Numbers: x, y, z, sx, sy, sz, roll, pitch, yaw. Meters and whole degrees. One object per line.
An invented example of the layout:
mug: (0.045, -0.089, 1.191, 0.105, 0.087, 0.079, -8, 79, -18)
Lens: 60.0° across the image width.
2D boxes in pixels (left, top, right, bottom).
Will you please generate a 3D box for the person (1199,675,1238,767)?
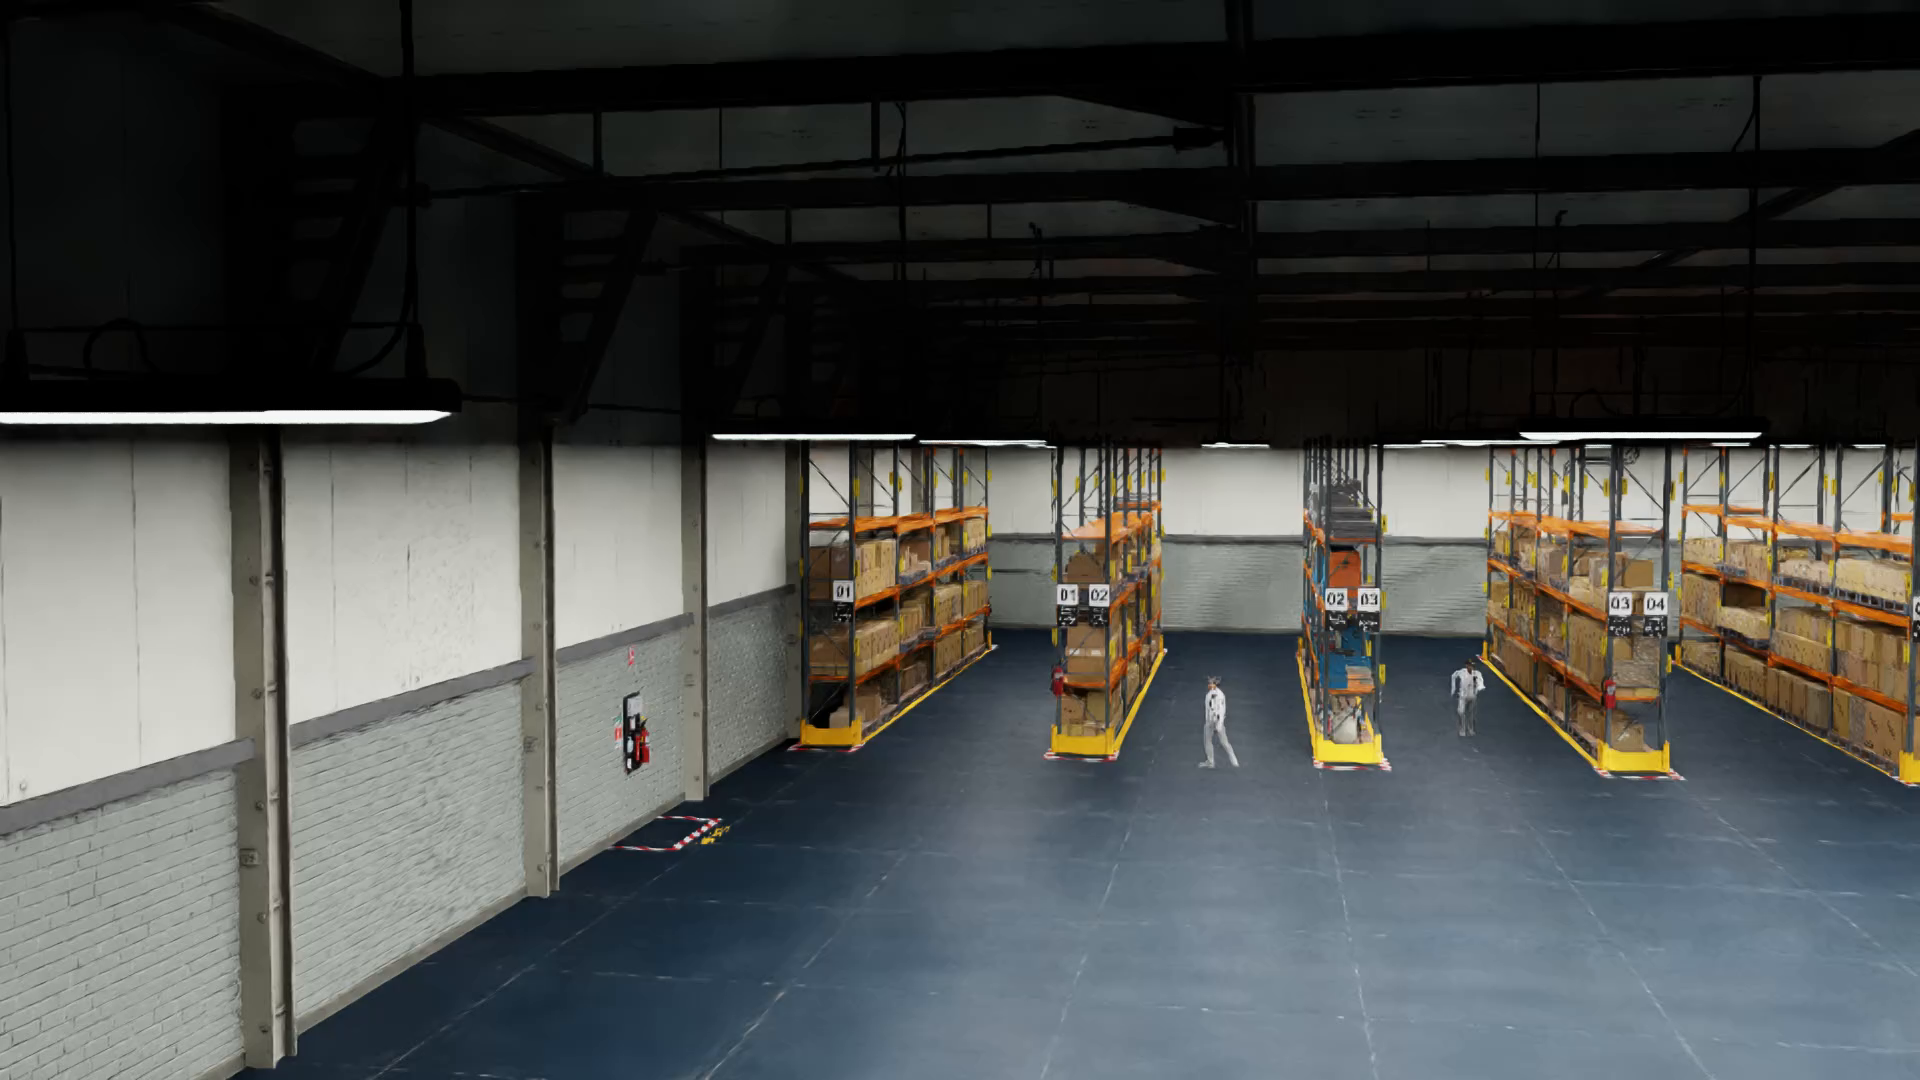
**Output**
person: (4.669, 3.271, 30.099, 0.679, 1.654, 0.600, -1, 3, -26)

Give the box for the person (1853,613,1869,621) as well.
person: (24.308, 2.415, 44.853, 0.716, 1.785, 0.553, -1, 3, -16)

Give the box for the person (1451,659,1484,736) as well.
person: (10.120, 3.128, 33.153, 0.610, 1.589, 0.872, 0, 3, 7)
